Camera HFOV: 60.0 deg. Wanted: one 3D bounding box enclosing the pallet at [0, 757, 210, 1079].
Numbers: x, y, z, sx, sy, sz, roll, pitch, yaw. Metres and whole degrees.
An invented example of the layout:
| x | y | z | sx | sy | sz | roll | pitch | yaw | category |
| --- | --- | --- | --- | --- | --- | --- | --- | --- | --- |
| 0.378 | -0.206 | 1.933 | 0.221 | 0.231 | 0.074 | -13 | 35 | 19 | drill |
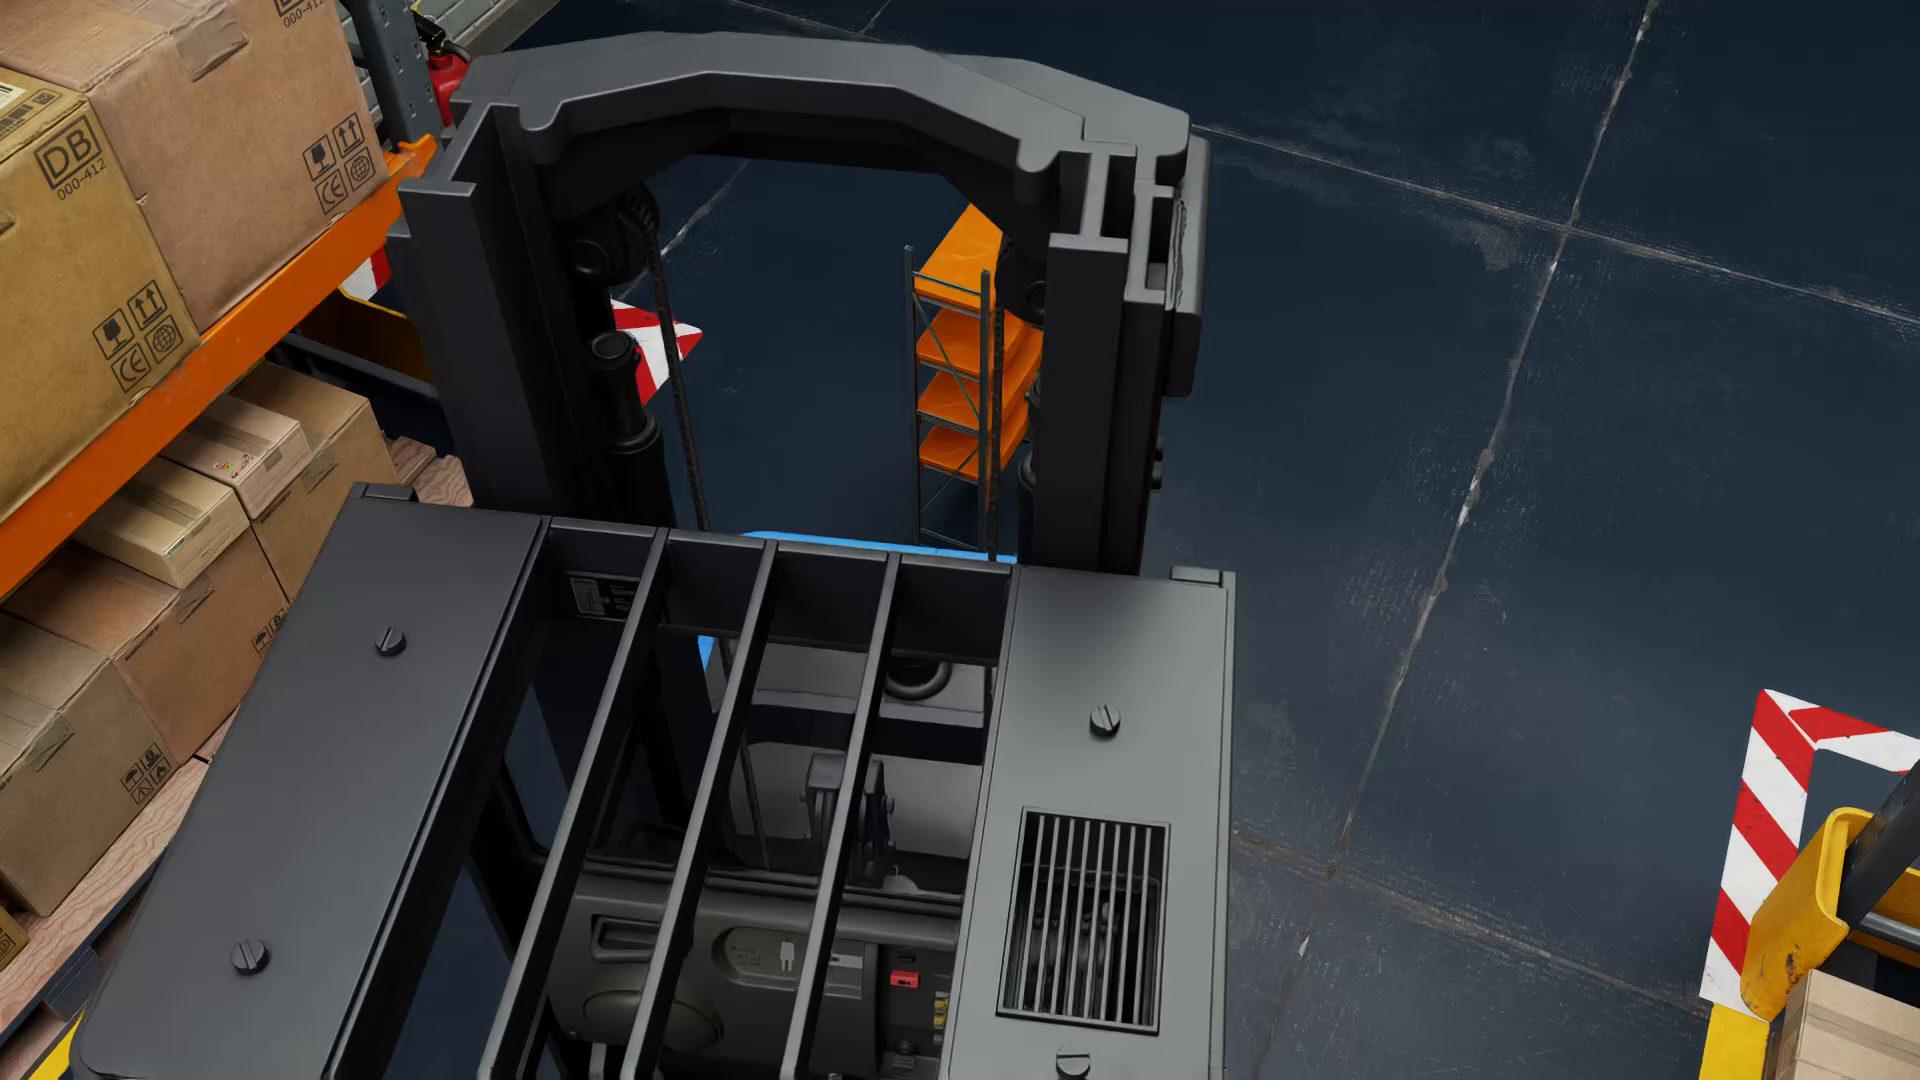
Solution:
| x | y | z | sx | sy | sz | roll | pitch | yaw | category |
| --- | --- | --- | --- | --- | --- | --- | --- | --- | --- |
| -2.662 | 0.948 | 4.305 | 1.003 | 0.211 | 1.213 | 20 | 52 | 16 | pallet |

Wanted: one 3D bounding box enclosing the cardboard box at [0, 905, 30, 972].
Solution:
| x | y | z | sx | sy | sz | roll | pitch | yaw | category |
| --- | --- | --- | --- | --- | --- | --- | --- | --- | --- |
| -2.727 | 0.881 | 3.897 | 0.700 | 0.500 | 0.500 | 21 | 53 | 17 | cardboard box |

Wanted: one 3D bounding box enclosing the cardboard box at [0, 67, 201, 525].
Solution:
| x | y | z | sx | sy | sz | roll | pitch | yaw | category |
| --- | --- | --- | --- | --- | --- | --- | --- | --- | --- |
| -2.379 | -0.607 | 3.600 | 0.980 | 0.700 | 0.700 | 19 | 52 | 16 | cardboard box |

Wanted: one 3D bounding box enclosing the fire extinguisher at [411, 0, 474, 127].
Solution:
| x | y | z | sx | sy | sz | roll | pitch | yaw | category |
| --- | --- | --- | --- | --- | --- | --- | --- | --- | --- |
| -1.387 | -1.176 | 4.577 | 0.296 | 0.674 | 0.183 | 20 | 52 | 16 | fire extinguisher |

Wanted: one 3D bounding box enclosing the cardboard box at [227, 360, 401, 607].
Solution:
| x | y | z | sx | sy | sz | roll | pitch | yaw | category |
| --- | --- | --- | --- | --- | --- | --- | --- | --- | --- |
| -2.078 | -0.180 | 4.799 | 0.700 | 0.500 | 0.500 | 20 | 52 | 16 | cardboard box |

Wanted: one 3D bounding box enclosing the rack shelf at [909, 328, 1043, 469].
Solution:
| x | y | z | sx | sy | sz | roll | pitch | yaw | category |
| --- | --- | --- | --- | --- | --- | --- | --- | --- | --- |
| 0.071 | -0.459 | 4.941 | 0.258 | 0.148 | 0.480 | 20 | 52 | 16 | rack shelf |

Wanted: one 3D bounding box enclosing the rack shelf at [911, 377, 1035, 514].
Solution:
| x | y | z | sx | sy | sz | roll | pitch | yaw | category |
| --- | --- | --- | --- | --- | --- | --- | --- | --- | --- |
| 0.071 | -0.331 | 5.092 | 0.258 | 0.148 | 0.480 | 20 | 52 | 16 | rack shelf |

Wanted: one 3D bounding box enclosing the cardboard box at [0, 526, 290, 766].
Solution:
| x | y | z | sx | sy | sz | roll | pitch | yaw | category |
| --- | --- | --- | --- | --- | --- | --- | --- | --- | --- |
| -2.291 | 0.165 | 4.506 | 0.700 | 0.500 | 0.500 | 20 | 52 | 16 | cardboard box |

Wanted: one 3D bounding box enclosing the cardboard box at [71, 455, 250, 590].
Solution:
| x | y | z | sx | sy | sz | roll | pitch | yaw | category |
| --- | --- | --- | --- | --- | --- | --- | --- | --- | --- |
| -2.076 | -0.066 | 4.276 | 0.380 | 0.149 | 0.250 | 21 | 53 | 17 | cardboard box |

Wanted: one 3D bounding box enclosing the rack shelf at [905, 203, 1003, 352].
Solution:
| x | y | z | sx | sy | sz | roll | pitch | yaw | category |
| --- | --- | --- | --- | --- | --- | --- | --- | --- | --- |
| 0.071 | -0.757 | 4.591 | 0.258 | 0.148 | 0.480 | 20 | 52 | 16 | rack shelf |

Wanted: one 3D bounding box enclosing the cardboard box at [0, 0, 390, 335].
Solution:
| x | y | z | sx | sy | sz | roll | pitch | yaw | category |
| --- | --- | --- | --- | --- | --- | --- | --- | --- | --- |
| -2.078 | -1.111 | 4.029 | 0.980 | 0.700 | 0.700 | 22 | 53 | 18 | cardboard box |

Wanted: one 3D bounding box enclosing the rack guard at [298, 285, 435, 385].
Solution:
| x | y | z | sx | sy | sz | roll | pitch | yaw | category |
| --- | --- | --- | --- | --- | --- | --- | --- | --- | --- |
| -1.859 | -0.575 | 5.411 | 1.175 | 0.500 | 0.348 | 20 | 52 | 16 | rack guard |

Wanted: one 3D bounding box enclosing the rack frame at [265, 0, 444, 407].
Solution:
| x | y | z | sx | sy | sz | roll | pitch | yaw | category |
| --- | --- | --- | --- | --- | --- | --- | --- | --- | --- |
| -1.869 | -1.368 | 4.445 | 1.000 | 3.000 | 0.127 | 20 | 52 | 16 | rack frame |

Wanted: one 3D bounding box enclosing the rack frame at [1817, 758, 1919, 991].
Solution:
| x | y | z | sx | sy | sz | roll | pitch | yaw | category |
| --- | --- | --- | --- | --- | --- | --- | --- | --- | --- |
| 2.611 | 0.241 | 3.076 | 1.000 | 3.000 | 0.127 | 20 | 52 | 16 | rack frame |

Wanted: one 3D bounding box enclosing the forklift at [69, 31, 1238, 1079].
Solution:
| x | y | z | sx | sy | sz | roll | pitch | yaw | category |
| --- | --- | --- | --- | --- | --- | --- | --- | --- | --- |
| -0.250 | 0.879 | 2.578 | 1.130 | 2.935 | 3.031 | 6 | 50 | 5 | forklift |

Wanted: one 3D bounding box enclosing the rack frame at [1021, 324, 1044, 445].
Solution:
| x | y | z | sx | sy | sz | roll | pitch | yaw | category |
| --- | --- | --- | --- | --- | --- | --- | --- | --- | --- |
| 0.175 | -0.671 | 5.033 | 0.240 | 1.200 | 0.015 | 20 | 52 | 16 | rack frame |

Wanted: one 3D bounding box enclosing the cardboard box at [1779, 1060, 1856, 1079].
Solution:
| x | y | z | sx | sy | sz | roll | pitch | yaw | category |
| --- | --- | --- | --- | --- | --- | --- | --- | --- | --- |
| 2.015 | 1.365 | 3.690 | 0.380 | 0.166 | 0.250 | 20 | 52 | 16 | cardboard box |

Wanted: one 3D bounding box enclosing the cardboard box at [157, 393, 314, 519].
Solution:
| x | y | z | sx | sy | sz | roll | pitch | yaw | category |
| --- | --- | --- | --- | --- | --- | --- | --- | --- | --- |
| -1.968 | -0.242 | 4.426 | 0.380 | 0.149 | 0.250 | 19 | 52 | 16 | cardboard box |

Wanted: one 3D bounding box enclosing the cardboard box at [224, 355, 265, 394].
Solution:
| x | y | z | sx | sy | sz | roll | pitch | yaw | category |
| --- | --- | --- | --- | --- | --- | --- | --- | --- | --- |
| -2.205 | -0.541 | 4.681 | 0.380 | 0.149 | 0.250 | 20 | 53 | 16 | cardboard box |

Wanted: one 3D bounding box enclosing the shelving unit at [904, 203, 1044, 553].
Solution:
| x | y | z | sx | sy | sz | roll | pitch | yaw | category |
| --- | --- | --- | --- | --- | --- | --- | --- | --- | --- |
| 0.071 | -0.503 | 4.890 | 0.258 | 1.200 | 0.503 | 20 | 52 | 16 | shelving unit |

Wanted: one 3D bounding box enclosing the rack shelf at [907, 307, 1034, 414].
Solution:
| x | y | z | sx | sy | sz | roll | pitch | yaw | category |
| --- | --- | --- | --- | --- | --- | --- | --- | --- | --- |
| 0.071 | -0.604 | 4.771 | 0.258 | 0.148 | 0.480 | 20 | 52 | 16 | rack shelf |

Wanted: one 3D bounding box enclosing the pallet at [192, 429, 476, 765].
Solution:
| x | y | z | sx | sy | sz | roll | pitch | yaw | category |
| --- | --- | --- | --- | --- | --- | --- | --- | --- | --- |
| -2.140 | 0.111 | 5.017 | 1.003 | 0.211 | 1.213 | 20 | 52 | 16 | pallet |

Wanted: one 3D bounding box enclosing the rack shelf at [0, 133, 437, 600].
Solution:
| x | y | z | sx | sy | sz | roll | pitch | yaw | category |
| --- | --- | --- | --- | --- | --- | --- | --- | --- | --- |
| -2.724 | 0.242 | 3.547 | 1.077 | 0.370 | 4.000 | 20 | 52 | 16 | rack shelf |

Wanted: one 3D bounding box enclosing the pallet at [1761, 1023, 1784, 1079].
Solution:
| x | y | z | sx | sy | sz | roll | pitch | yaw | category |
| --- | --- | --- | --- | --- | --- | --- | --- | --- | --- |
| 2.239 | 1.746 | 3.626 | 1.003 | 0.211 | 1.213 | 20 | 52 | 16 | pallet |

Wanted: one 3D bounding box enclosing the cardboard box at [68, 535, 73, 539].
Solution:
| x | y | z | sx | sy | sz | roll | pitch | yaw | category |
| --- | --- | --- | --- | --- | --- | --- | --- | --- | --- |
| -2.421 | -0.192 | 4.384 | 0.380 | 0.149 | 0.250 | 20 | 52 | 16 | cardboard box |

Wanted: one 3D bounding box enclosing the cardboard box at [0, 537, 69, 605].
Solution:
| x | y | z | sx | sy | sz | roll | pitch | yaw | category |
| --- | --- | --- | --- | --- | --- | --- | --- | --- | --- |
| -2.528 | -0.020 | 4.237 | 0.380 | 0.149 | 0.250 | 20 | 53 | 16 | cardboard box |

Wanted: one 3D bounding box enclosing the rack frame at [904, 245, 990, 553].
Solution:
| x | y | z | sx | sy | sz | roll | pitch | yaw | category |
| --- | --- | --- | --- | --- | --- | --- | --- | --- | --- |
| -0.034 | -0.335 | 4.747 | 0.240 | 1.200 | 0.015 | 20 | 52 | 16 | rack frame |

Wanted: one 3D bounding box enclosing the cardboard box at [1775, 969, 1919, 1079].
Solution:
| x | y | z | sx | sy | sz | roll | pitch | yaw | category |
| --- | --- | --- | --- | --- | --- | --- | --- | --- | --- |
| 2.122 | 1.199 | 3.844 | 0.380 | 0.149 | 0.250 | 20 | 52 | 16 | cardboard box |

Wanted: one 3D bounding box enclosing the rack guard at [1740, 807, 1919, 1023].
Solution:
| x | y | z | sx | sy | sz | roll | pitch | yaw | category |
| --- | --- | --- | --- | --- | --- | --- | --- | --- | --- |
| 2.579 | 1.103 | 3.983 | 1.175 | 0.500 | 0.348 | 20 | 52 | 16 | rack guard |

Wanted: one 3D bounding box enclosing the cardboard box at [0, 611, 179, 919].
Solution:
| x | y | z | sx | sy | sz | roll | pitch | yaw | category |
| --- | --- | --- | --- | --- | --- | --- | --- | --- | --- |
| -2.506 | 0.511 | 4.211 | 0.700 | 0.500 | 0.500 | 18 | 52 | 15 | cardboard box |
